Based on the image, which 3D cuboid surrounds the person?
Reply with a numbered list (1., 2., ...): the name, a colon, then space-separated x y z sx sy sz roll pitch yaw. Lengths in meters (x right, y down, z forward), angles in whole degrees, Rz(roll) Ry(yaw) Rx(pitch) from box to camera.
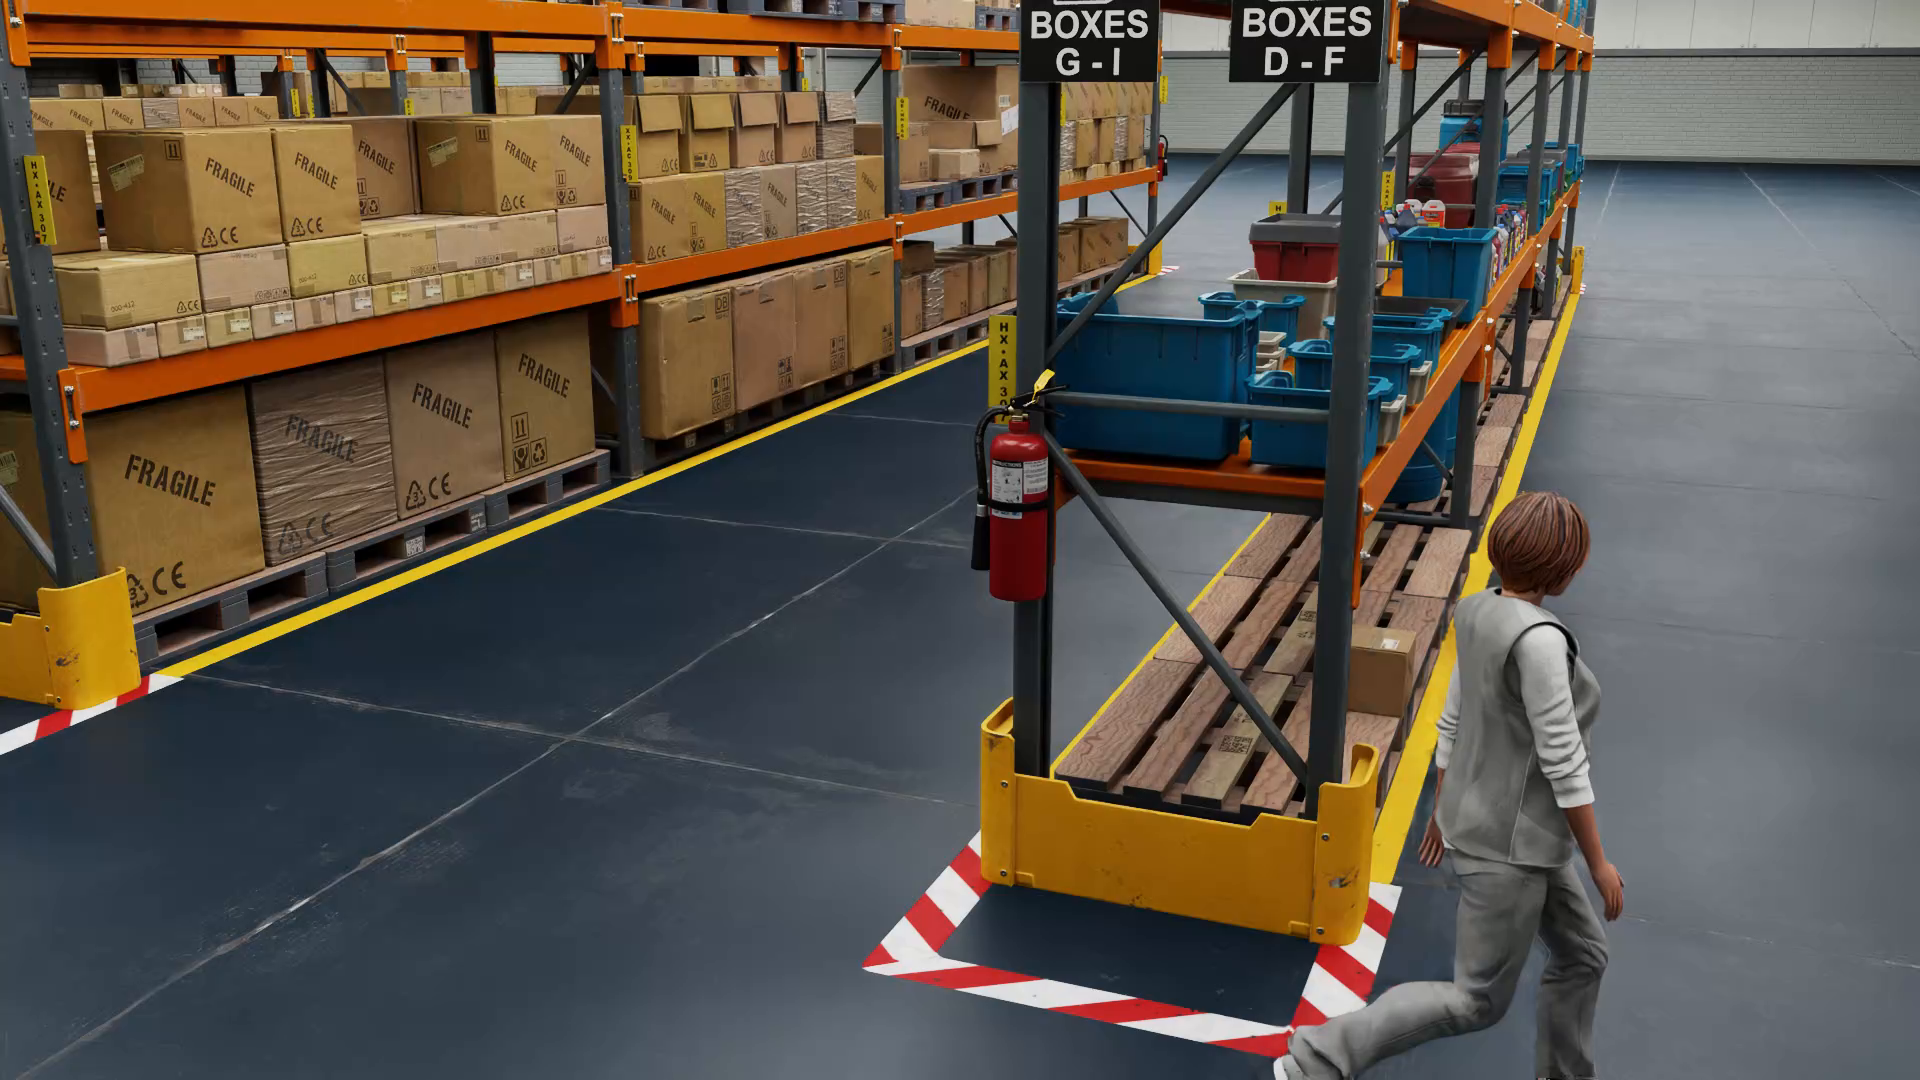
1. person: 1.178 0.650 3.710 0.908 1.531 0.421 2 16 6
